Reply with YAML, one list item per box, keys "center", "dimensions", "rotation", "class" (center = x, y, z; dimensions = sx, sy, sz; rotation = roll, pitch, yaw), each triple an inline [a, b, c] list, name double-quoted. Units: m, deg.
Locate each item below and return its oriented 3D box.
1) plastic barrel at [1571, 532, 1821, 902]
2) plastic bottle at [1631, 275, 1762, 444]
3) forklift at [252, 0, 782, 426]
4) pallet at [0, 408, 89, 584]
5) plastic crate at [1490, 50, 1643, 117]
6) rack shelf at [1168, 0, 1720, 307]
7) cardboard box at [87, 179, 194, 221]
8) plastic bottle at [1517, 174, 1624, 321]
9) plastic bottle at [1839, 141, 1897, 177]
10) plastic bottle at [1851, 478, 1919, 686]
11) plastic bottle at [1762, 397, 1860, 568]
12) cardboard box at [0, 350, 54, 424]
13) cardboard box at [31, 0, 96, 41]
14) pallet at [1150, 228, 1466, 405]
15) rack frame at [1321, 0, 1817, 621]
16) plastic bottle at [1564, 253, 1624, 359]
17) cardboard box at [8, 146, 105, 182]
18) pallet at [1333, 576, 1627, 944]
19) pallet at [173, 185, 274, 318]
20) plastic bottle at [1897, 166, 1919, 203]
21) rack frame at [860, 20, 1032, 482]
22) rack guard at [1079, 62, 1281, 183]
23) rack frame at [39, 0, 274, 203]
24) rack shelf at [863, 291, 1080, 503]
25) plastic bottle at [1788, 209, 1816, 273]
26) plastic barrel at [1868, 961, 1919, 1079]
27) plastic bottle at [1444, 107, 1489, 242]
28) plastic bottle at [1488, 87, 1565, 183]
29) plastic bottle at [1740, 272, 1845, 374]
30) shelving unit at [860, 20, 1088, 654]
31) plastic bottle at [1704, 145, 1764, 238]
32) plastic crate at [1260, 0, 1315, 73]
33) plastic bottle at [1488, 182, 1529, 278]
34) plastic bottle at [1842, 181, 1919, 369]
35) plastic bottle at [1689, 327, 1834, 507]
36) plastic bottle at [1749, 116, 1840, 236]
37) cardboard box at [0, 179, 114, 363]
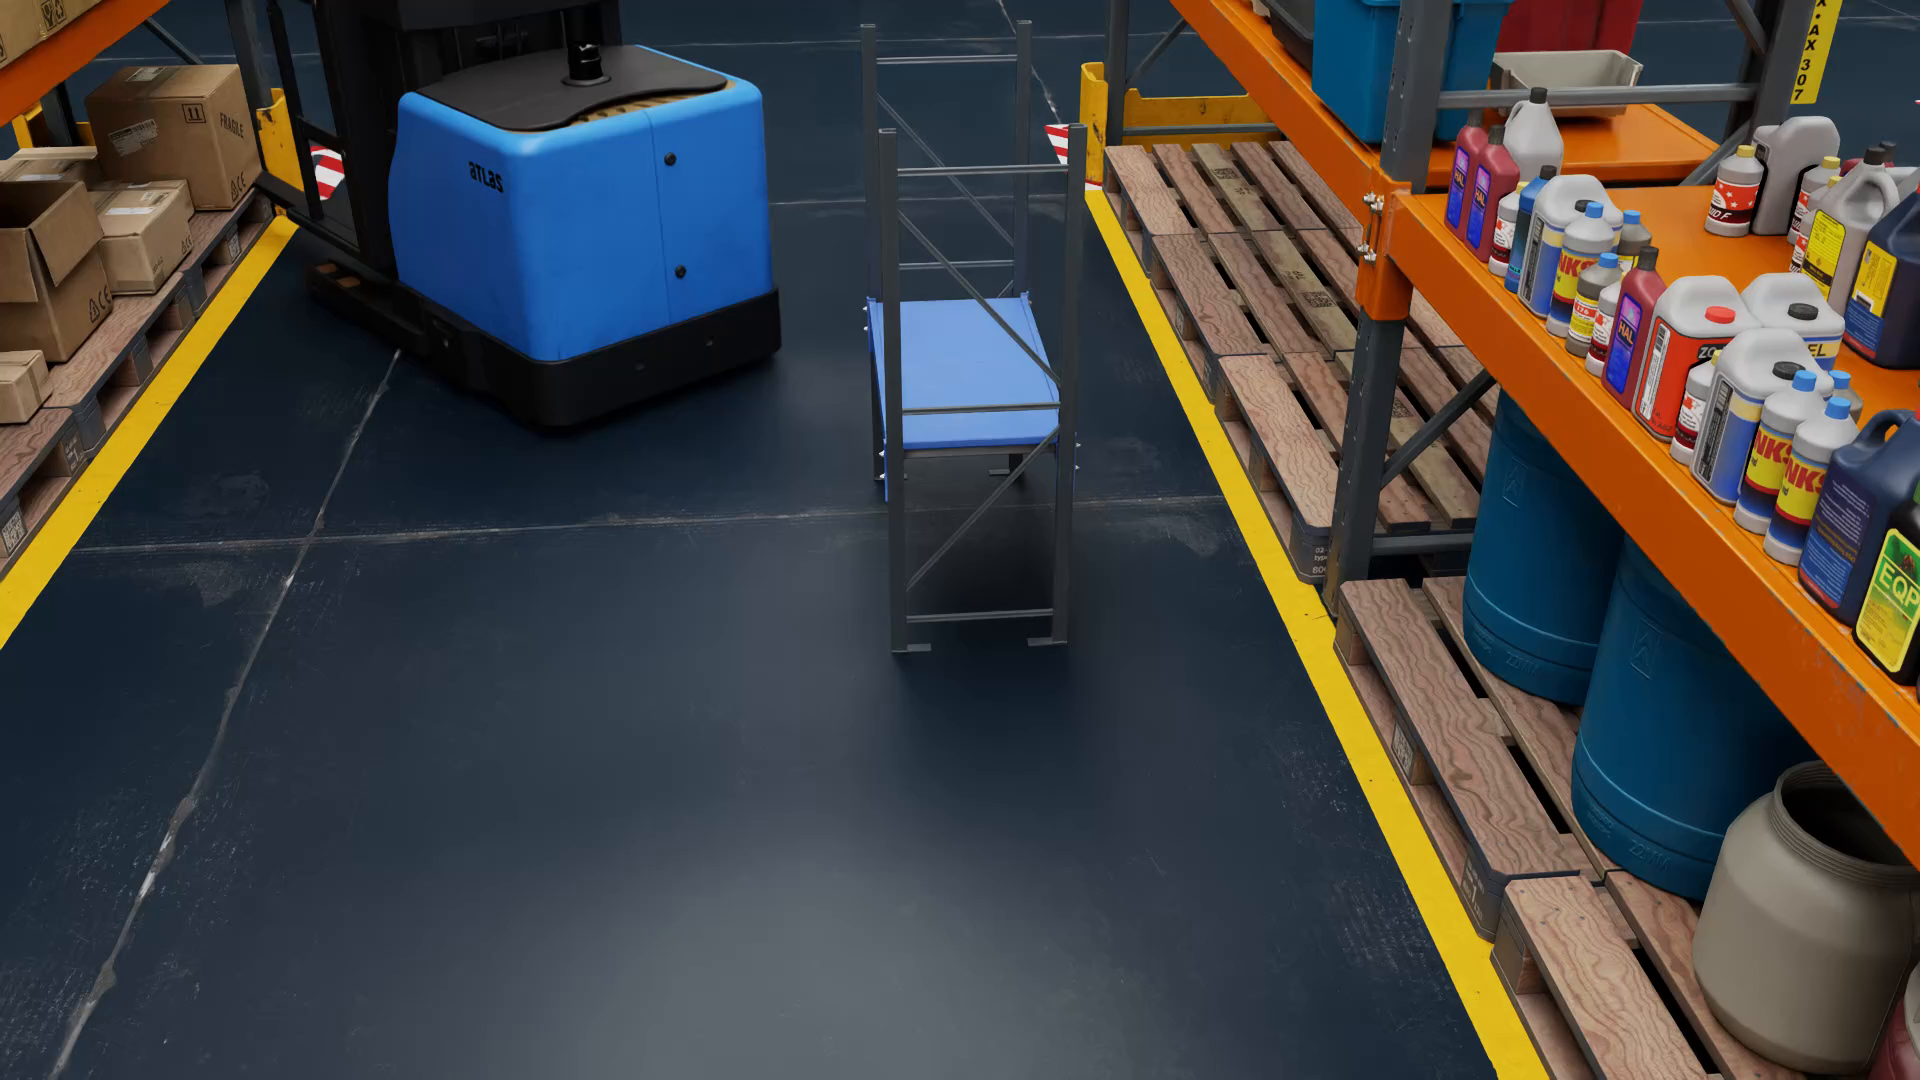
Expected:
- center: [1.680, 0.254, 3.536]
  dimensions: [0.600, 0.901, 0.708]
  rotation: [-3, 31, -5]
  class: "plastic barrel"
- center: [1.331, -0.326, 2.992]
  dimensions: [0.152, 0.276, 0.135]
  rotation: [-3, 31, -5]
  class: "plastic bottle"
- center: [-2.053, -2.320, 6.275]
  dimensions: [1.130, 2.935, 3.031]
  rotation: [-26, 39, -36]
  class: "forklift"
- center: [-3.415, -0.025, 5.086]
  dimensions: [1.003, 0.211, 1.213]
  rotation: [-3, 31, -5]
  class: "pallet"
- center: [1.679, -1.264, 4.639]
  dimensions: [0.396, 0.136, 0.243]
  rotation: [-3, 31, -5]
  class: "plastic crate"
- center: [1.393, -1.819, 6.072]
  dimensions: [1.077, 0.370, 4.000]
  rotation: [-3, 31, -5]
  class: "rack shelf"
- center: [-3.481, -1.409, 7.018]
  dimensions: [0.380, 0.166, 0.250]
  rotation: [-3, 31, -5]
  class: "cardboard box"
- center: [1.278, -0.612, 3.470]
  dimensions: [0.152, 0.276, 0.135]
  rotation: [-3, 31, -5]
  class: "plastic bottle"
- center: [2.006, -0.755, 3.702]
  dimensions: [0.061, 0.283, 0.133]
  rotation: [-3, 31, -5]
  class: "plastic bottle"
- center: [1.355, 0.054, 2.349]
  dimensions: [0.061, 0.283, 0.133]
  rotation: [-3, 31, -5]
  class: "plastic bottle"
- center: [1.345, -0.095, 2.610]
  dimensions: [0.097, 0.271, 0.097]
  rotation: [0, 31, 0]
  class: "plastic bottle"
- center: [-3.267, -0.510, 5.512]
  dimensions: [0.380, 0.166, 0.250]
  rotation: [-3, 31, -5]
  class: "cardboard box"
- center: [-3.273, -1.964, 5.515]
  dimensions: [0.500, 0.500, 0.500]
  rotation: [-3, 31, -5]
  class: "cardboard box"
- center: [1.356, -0.907, 6.563]
  dimensions: [1.003, 0.211, 1.213]
  rotation: [-3, 31, -5]
  class: "pallet"
- center: [1.580, -1.107, 4.178]
  dimensions: [1.000, 3.000, 0.127]
  rotation: [-3, 31, -5]
  class: "rack frame"
- center: [1.271, -0.470, 3.305]
  dimensions: [0.097, 0.201, 0.097]
  rotation: [0, 31, 0]
  class: "plastic bottle"
- center: [-4.029, -1.648, 7.435]
  dimensions: [0.380, 0.149, 0.250]
  rotation: [-3, 31, -5]
  class: "cardboard box"
- center: [1.611, 0.486, 4.230]
  dimensions: [1.003, 0.211, 1.213]
  rotation: [-3, 31, -5]
  class: "pallet"
- center: [-3.643, -1.270, 7.171]
  dimensions: [1.003, 0.211, 1.213]
  rotation: [-3, 31, -5]
  class: "pallet"
- center: [1.992, -0.632, 3.431]
  dimensions: [0.144, 0.351, 0.185]
  rotation: [-3, 31, -5]
  class: "plastic bottle"
- center: [-0.040, -0.860, 5.227]
  dimensions: [0.500, 1.500, 0.032]
  rotation: [-3, 31, -5]
  class: "rack frame"
- center: [1.191, -2.087, 8.257]
  dimensions: [1.175, 0.500, 0.348]
  rotation: [-3, 31, -5]
  class: "rack guard"
- center: [-3.726, -2.913, 7.203]
  dimensions: [1.000, 3.000, 0.127]
  rotation: [-3, 31, -5]
  class: "rack frame"
- center: [0.008, -0.446, 4.885]
  dimensions: [0.538, 0.185, 1.000]
  rotation: [-3, 31, -5]
  class: "rack shelf"
- center: [1.850, -0.634, 3.579]
  dimensions: [0.097, 0.201, 0.097]
  rotation: [0, 31, 0]
  class: "plastic bottle"
- center: [1.786, 0.965, 2.651]
  dimensions: [0.600, 0.588, 0.708]
  rotation: [-3, 31, -5]
  class: "plastic barrel"
- center: [1.190, -0.849, 3.860]
  dimensions: [0.061, 0.283, 0.133]
  rotation: [-3, 31, -5]
  class: "plastic bottle"
- center: [1.294, -0.870, 3.829]
  dimensions: [0.144, 0.351, 0.185]
  rotation: [-3, 31, -5]
  class: "plastic bottle"
- center: [1.482, -0.333, 3.004]
  dimensions: [0.152, 0.276, 0.135]
  rotation: [-3, 31, -5]
  class: "plastic bottle"
- center: [0.008, -0.600, 4.792]
  dimensions: [0.538, 1.500, 1.048]
  rotation: [-3, 31, -5]
  class: "shelving unit"
- center: [1.816, -0.820, 3.892]
  dimensions: [0.097, 0.201, 0.097]
  rotation: [0, 31, 0]
  class: "plastic bottle"
- center: [1.208, -1.573, 5.168]
  dimensions: [0.437, 0.125, 0.590]
  rotation: [-3, 31, -5]
  class: "plastic crate"
- center: [1.231, -0.688, 3.670]
  dimensions: [0.097, 0.201, 0.097]
  rotation: [0, 31, 0]
  class: "plastic bottle"
- center: [1.866, -0.531, 3.261]
  dimensions: [0.144, 0.351, 0.185]
  rotation: [-3, 31, -5]
  class: "plastic bottle"
- center: [1.352, -0.208, 2.794]
  dimensions: [0.152, 0.276, 0.135]
  rotation: [-3, 31, -5]
  class: "plastic bottle"
- center: [1.939, -0.868, 3.898]
  dimensions: [0.152, 0.276, 0.135]
  rotation: [-3, 31, -5]
  class: "plastic bottle"
- center: [-3.533, -0.947, 5.916]
  dimensions: [0.797, 0.503, 0.637]
  rotation: [-3, 31, -5]
  class: "cardboard box"
